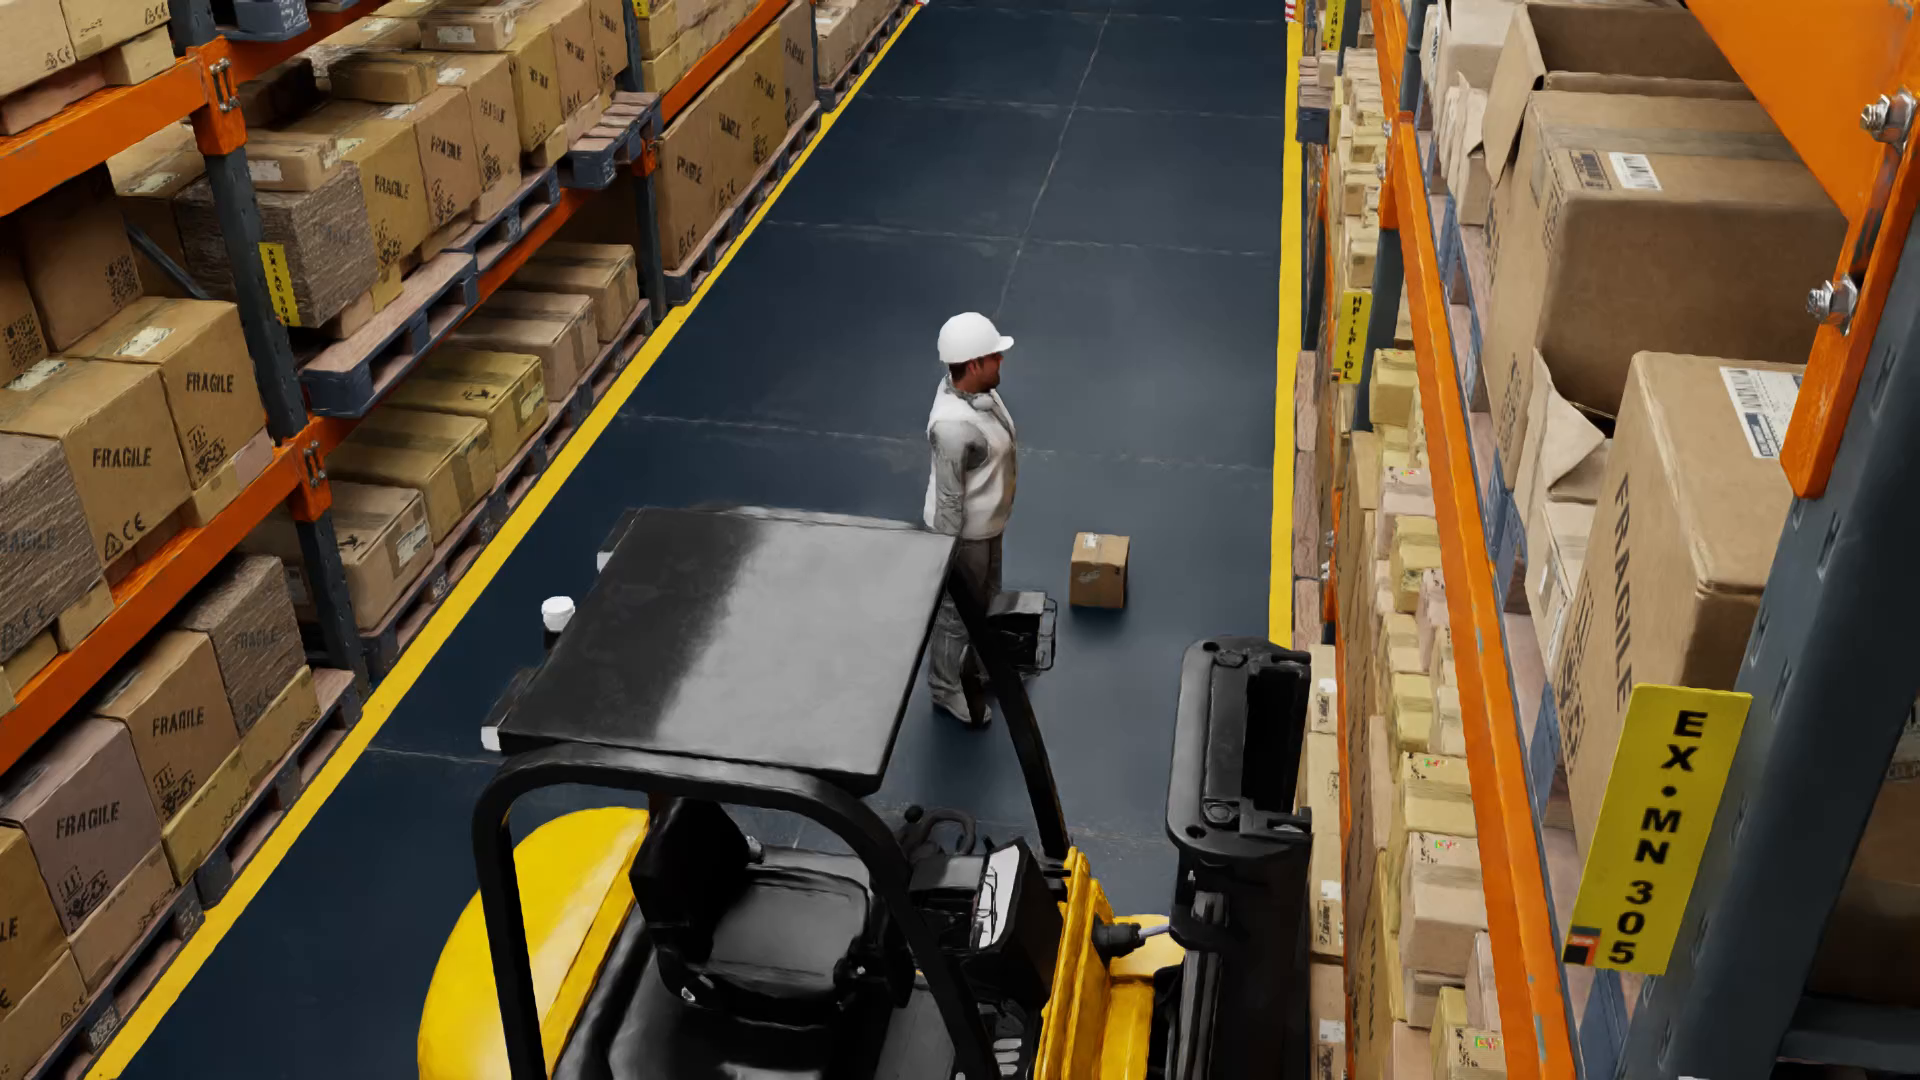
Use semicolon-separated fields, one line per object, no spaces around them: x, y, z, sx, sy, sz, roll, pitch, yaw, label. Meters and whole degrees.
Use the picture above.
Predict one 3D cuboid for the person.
0.076;-0.080;6.706;0.441;1.772;0.619;5;33;8;person
